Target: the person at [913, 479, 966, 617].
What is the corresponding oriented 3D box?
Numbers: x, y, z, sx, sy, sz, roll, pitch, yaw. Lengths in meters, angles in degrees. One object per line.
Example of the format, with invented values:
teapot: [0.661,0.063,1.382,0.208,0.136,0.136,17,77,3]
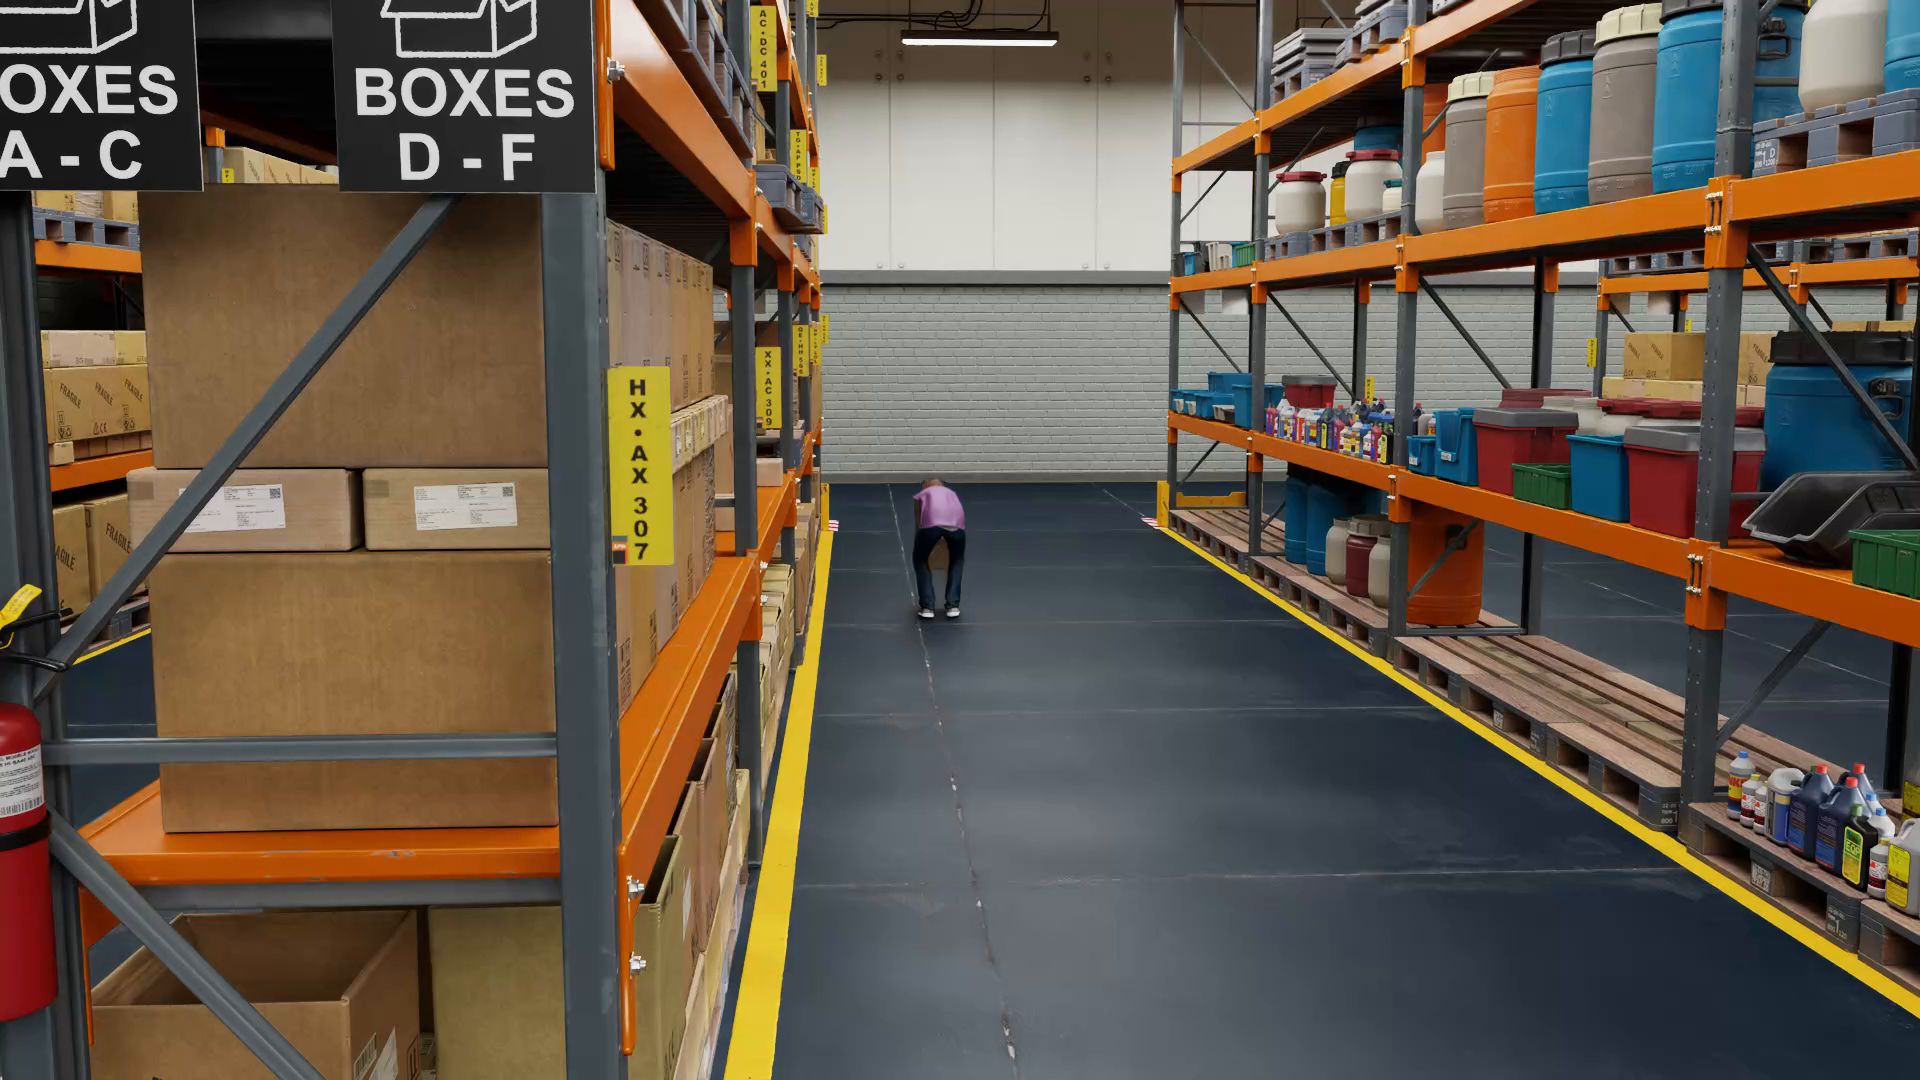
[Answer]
person: [-0.173,0.065,13.058,0.410,1.036,0.855,-1,7,-6]
